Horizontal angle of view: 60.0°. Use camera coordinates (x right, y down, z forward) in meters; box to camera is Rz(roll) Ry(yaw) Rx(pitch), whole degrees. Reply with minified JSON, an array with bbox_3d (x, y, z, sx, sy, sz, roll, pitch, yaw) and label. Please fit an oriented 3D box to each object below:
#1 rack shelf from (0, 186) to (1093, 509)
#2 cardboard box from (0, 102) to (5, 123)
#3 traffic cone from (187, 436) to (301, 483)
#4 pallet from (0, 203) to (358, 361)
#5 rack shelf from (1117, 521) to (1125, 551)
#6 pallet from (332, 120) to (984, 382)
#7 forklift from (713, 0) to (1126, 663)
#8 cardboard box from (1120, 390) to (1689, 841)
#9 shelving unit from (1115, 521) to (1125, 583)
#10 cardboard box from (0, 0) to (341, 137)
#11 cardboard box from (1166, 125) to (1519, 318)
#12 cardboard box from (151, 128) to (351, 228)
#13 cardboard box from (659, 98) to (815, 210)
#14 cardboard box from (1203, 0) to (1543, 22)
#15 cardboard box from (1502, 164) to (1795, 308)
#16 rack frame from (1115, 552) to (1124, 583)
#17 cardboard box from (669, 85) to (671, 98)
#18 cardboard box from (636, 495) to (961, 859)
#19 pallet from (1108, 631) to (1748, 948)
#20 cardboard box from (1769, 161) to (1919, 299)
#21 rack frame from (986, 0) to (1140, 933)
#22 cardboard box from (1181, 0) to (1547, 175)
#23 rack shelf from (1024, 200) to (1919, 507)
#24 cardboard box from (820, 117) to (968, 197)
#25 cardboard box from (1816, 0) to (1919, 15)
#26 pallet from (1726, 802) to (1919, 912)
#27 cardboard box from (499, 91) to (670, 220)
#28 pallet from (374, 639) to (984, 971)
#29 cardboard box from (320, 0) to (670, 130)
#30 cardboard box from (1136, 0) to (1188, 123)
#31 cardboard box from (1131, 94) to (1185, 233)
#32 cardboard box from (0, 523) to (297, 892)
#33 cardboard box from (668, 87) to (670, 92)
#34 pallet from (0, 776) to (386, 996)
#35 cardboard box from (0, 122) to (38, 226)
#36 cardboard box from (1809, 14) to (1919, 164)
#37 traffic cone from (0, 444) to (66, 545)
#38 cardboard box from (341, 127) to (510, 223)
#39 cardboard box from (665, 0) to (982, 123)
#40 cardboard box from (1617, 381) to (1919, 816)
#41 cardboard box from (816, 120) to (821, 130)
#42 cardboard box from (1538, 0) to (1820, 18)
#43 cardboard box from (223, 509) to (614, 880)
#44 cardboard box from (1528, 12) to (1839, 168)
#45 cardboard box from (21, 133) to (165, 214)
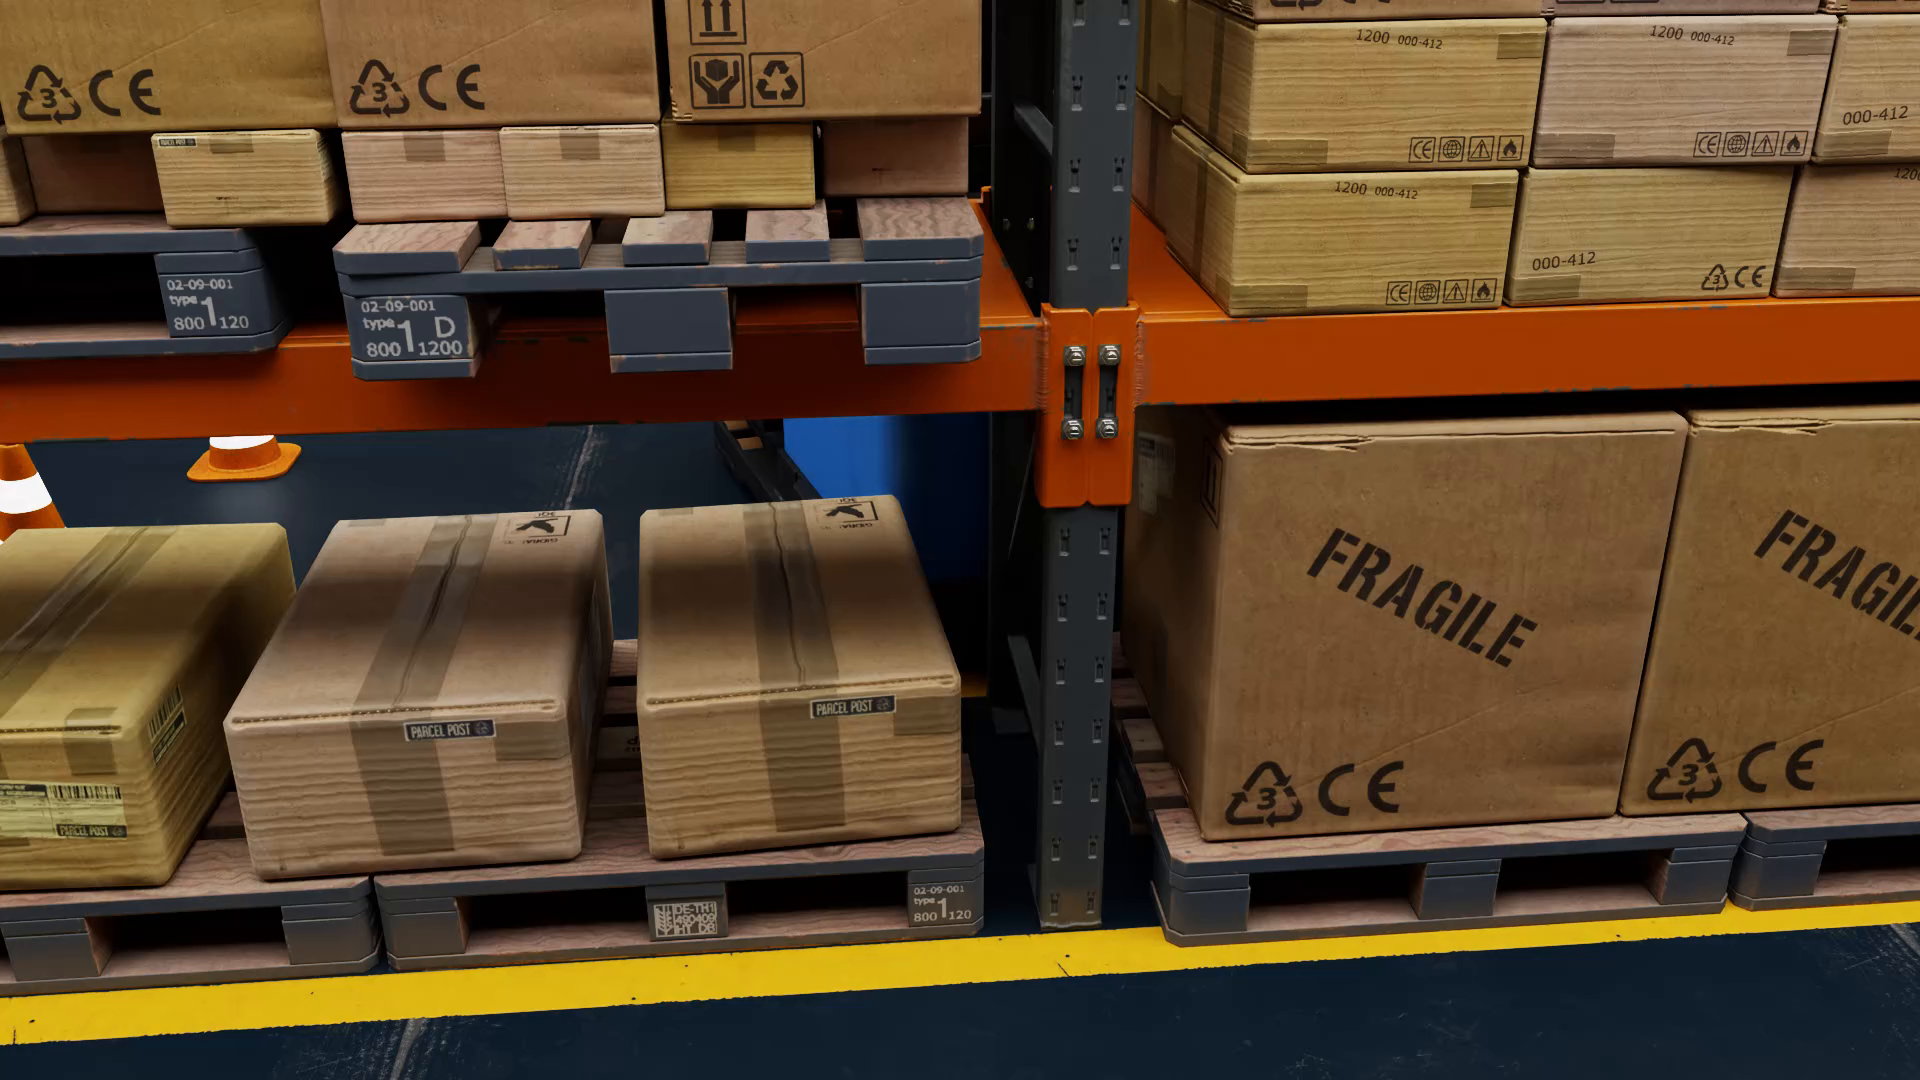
[{"bbox_3d":[-1.809,-0.357,3.246,4.000,0.370,1.077,-2,24,-5],"label":"rack shelf"},{"bbox_3d":[-1.803,-0.941,2.669,0.500,0.500,0.500,-3,24,-7],"label":"cardboard box"},{"bbox_3d":[-2.513,-0.478,5.755,0.334,0.463,0.336,-2,24,-5],"label":"traffic cone"},{"bbox_3d":[-1.785,-0.582,3.103,1.213,0.211,1.003,-2,24,-5],"label":"pallet"},{"bbox_3d":[0.647,0.026,4.350,0.480,0.148,0.258,-10,27,-18],"label":"rack shelf"},{"bbox_3d":[-0.518,-0.606,3.157,1.003,0.211,1.213,-2,24,-5],"label":"pallet"},{"bbox_3d":[-0.219,-1.576,5.187,1.130,2.935,3.031,-9,25,-19],"label":"forklift"},{"bbox_3d":[0.877,0.019,3.612,0.875,0.875,0.875,-3,24,-6],"label":"cardboard box"},{"bbox_3d":[0.645,-0.214,4.234,0.503,1.200,0.258,-10,27,-18],"label":"shelving unit"},{"bbox_3d":[-1.259,-0.963,2.717,0.500,0.500,0.500,-4,24,-9],"label":"cardboard box"},{"bbox_3d":[0.693,-0.615,3.125,0.500,0.250,0.500,-3,24,-6],"label":"cardboard box"},{"bbox_3d":[-1.152,-0.643,2.796,0.250,0.149,0.380,-2,24,-4],"label":"cardboard box"},{"bbox_3d":[-0.382,-0.695,2.912,0.250,0.149,0.380,-2,24,-4],"label":"cardboard box"},{"bbox_3d":[0.696,-1.189,2.878,0.500,0.500,0.500,-3,24,-7],"label":"cardboard box"},{"bbox_3d":[1.202,-0.643,3.187,0.500,0.250,0.500,-3,24,-7],"label":"cardboard box"},{"bbox_3d":[0.417,-0.175,4.157,0.015,1.200,0.240,-10,27,-18],"label":"rack frame"},{"bbox_3d":[-1.021,-1.938,8.170,0.750,0.750,1.050,-3,24,-6],"label":"cardboard box"},{"bbox_3d":[-0.382,0.262,3.686,0.625,0.372,0.950,-4,24,-9],"label":"cardboard box"},{"bbox_3d":[0.973,0.508,3.848,1.213,0.211,1.003,-2,24,-5],"label":"pallet"},{"bbox_3d":[1.725,-0.661,3.229,0.500,0.250,0.500,-2,24,-3],"label":"cardboard box"},{"bbox_3d":[0.181,-0.766,3.279,0.127,3.000,1.000,-2,24,-5],"label":"rack frame"},{"bbox_3d":[0.710,-0.846,3.029,0.500,0.250,0.500,-2,24,-6],"label":"cardboard box"},{"bbox_3d":[2.171,-0.517,3.605,4.000,0.370,1.077,-2,24,-5],"label":"rack shelf"},{"bbox_3d":[-0.122,-0.734,3.002,0.250,0.149,0.380,-1,24,-3],"label":"cardboard box"},{"bbox_3d":[1.705,-1.227,2.964,0.500,0.500,0.500,-2,24,-4],"label":"cardboard box"},{"bbox_3d":[2.184,0.460,3.955,1.213,0.211,1.003,-2,24,-5],"label":"pallet"},{"bbox_3d":[-0.628,-0.666,2.848,0.250,0.149,0.380,-2,24,-6],"label":"cardboard box"},{"bbox_3d":[-0.597,0.539,3.777,1.213,0.211,1.003,-2,24,-5],"label":"pallet"},{"bbox_3d":[-0.757,-0.983,2.763,0.500,0.500,0.500,-3,24,-6],"label":"cardboard box"},{"bbox_3d":[0.638,-1.048,3.483,0.500,0.250,0.500,-2,24,-5],"label":"cardboard box"},{"bbox_3d":[0.659,-0.822,3.591,0.500,0.250,0.500,-3,24,-7],"label":"cardboard box"},{"bbox_3d":[-1.871,0.323,3.550,0.625,0.372,0.950,-2,24,-3],"label":"cardboard box"},{"bbox_3d":[-0.722,-0.915,3.407,0.250,0.149,0.380,-4,24,-9],"label":"cardboard box"},{"bbox_3d":[-1.808,0.587,3.670,1.213,0.211,1.003,-2,24,-5],"label":"pallet"},{"bbox_3d":[-1.656,-0.641,2.790,0.250,0.149,0.380,-3,24,-7],"label":"cardboard box"},{"bbox_3d":[1.721,-0.881,3.108,0.500,0.250,0.500,-2,24,-5],"label":"cardboard box"},{"bbox_3d":[-2.703,-0.062,4.820,0.334,0.463,0.336,-2,24,-5],"label":"traffic cone"},{"bbox_3d":[-0.879,-0.660,2.833,0.250,0.149,0.380,-3,24,-8],"label":"cardboard box"},{"bbox_3d":[-0.244,-1.009,2.820,0.500,0.500,0.500,-3,24,-7],"label":"cardboard box"},{"bbox_3d":[1.765,-0.014,3.688,0.875,0.875,0.875,-2,24,-5],"label":"cardboard box"},{"bbox_3d":[-0.161,-0.905,3.385,0.250,0.149,0.380,-4,24,-8],"label":"cardboard box"},{"bbox_3d":[1.189,-1.213,2.931,0.500,0.500,0.500,-2,24,-5],"label":"cardboard box"},{"bbox_3d":[-1.116,0.295,3.612,0.625,0.372,0.950,-3,24,-6],"label":"cardboard box"},{"bbox_3d":[1.224,-0.866,3.075,0.500,0.250,0.500,-2,24,-4],"label":"cardboard box"},{"bbox_3d":[-1.414,-0.684,2.888,0.250,0.149,0.380,-2,24,-5],"label":"cardboard box"}]
